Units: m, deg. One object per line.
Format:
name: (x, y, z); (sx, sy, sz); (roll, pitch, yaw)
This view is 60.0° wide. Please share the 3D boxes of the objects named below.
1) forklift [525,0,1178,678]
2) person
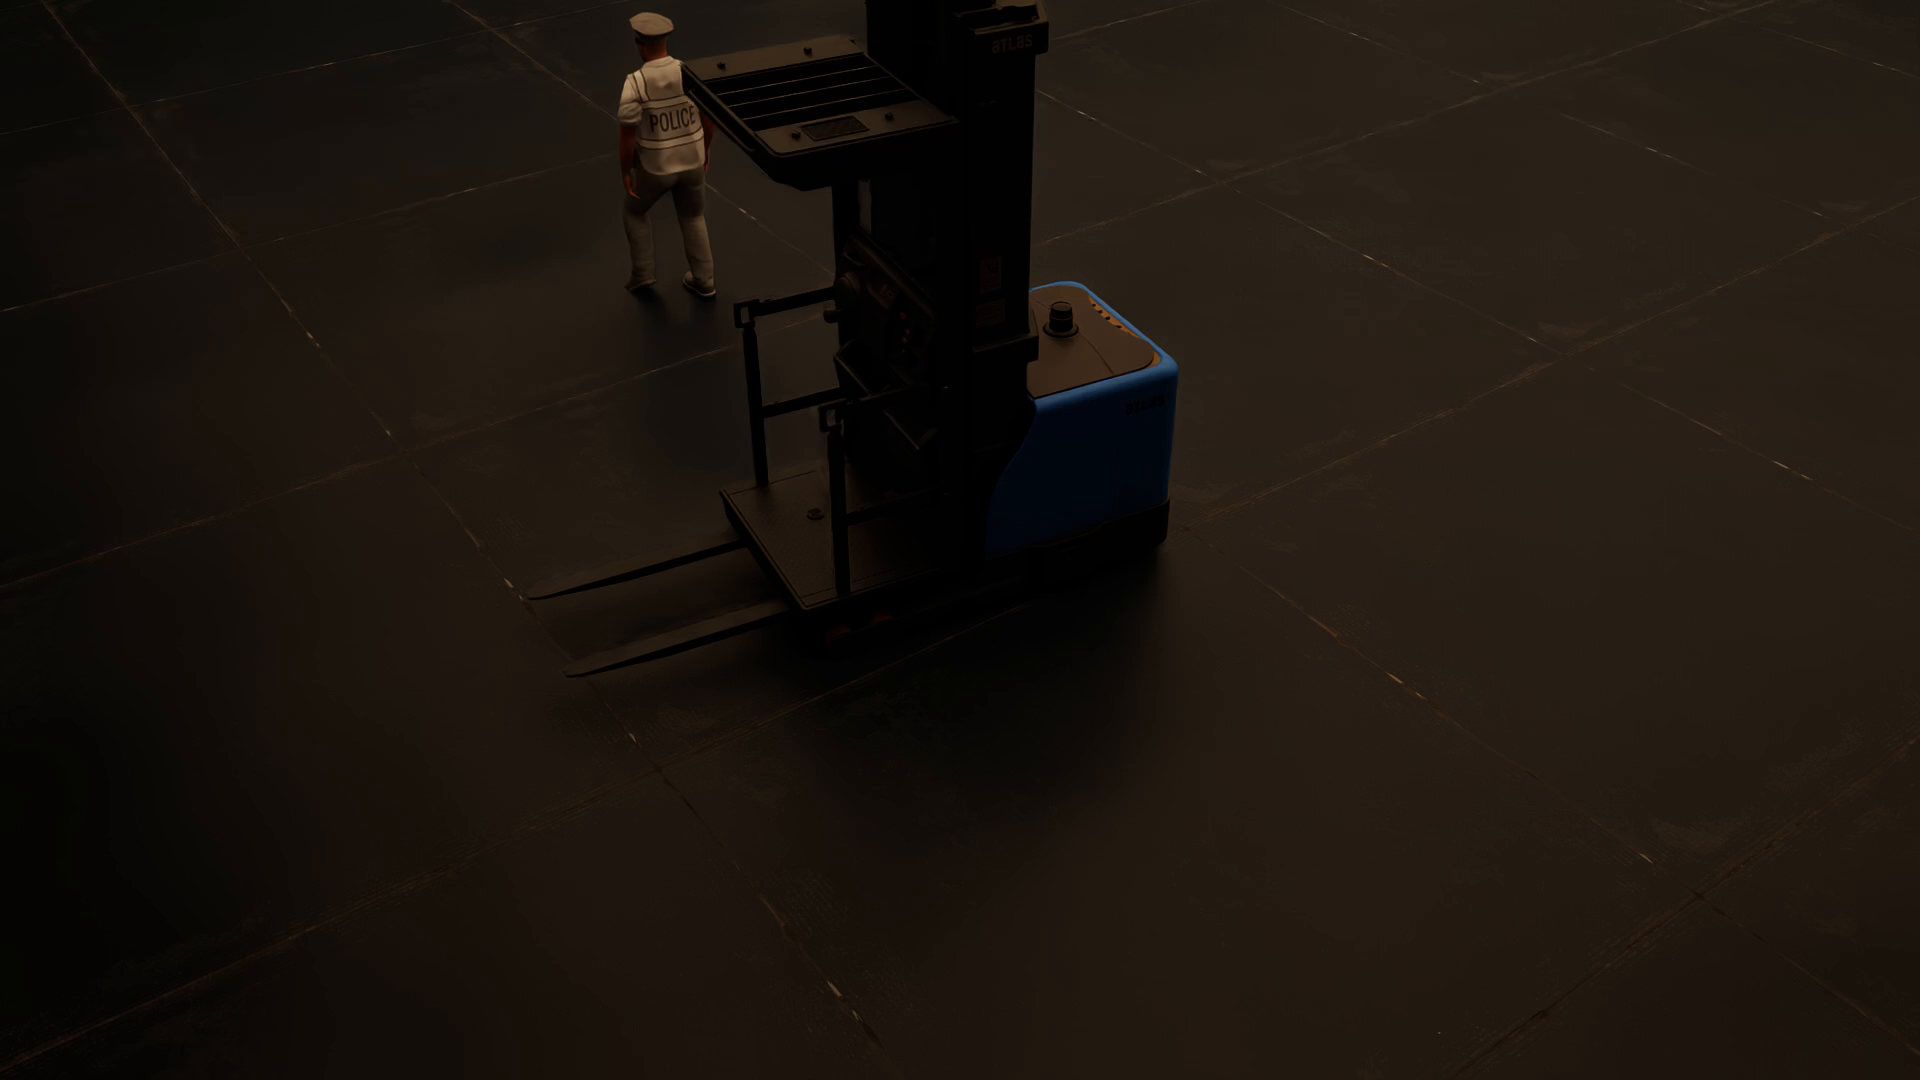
forklift: (-0.517, -0.991, 7.285); (3.031, 2.935, 1.130); (-17, 40, -21)
person: (-1.791, -2.285, 10.106); (0.636, 1.812, 0.536); (-20, 41, -25)
